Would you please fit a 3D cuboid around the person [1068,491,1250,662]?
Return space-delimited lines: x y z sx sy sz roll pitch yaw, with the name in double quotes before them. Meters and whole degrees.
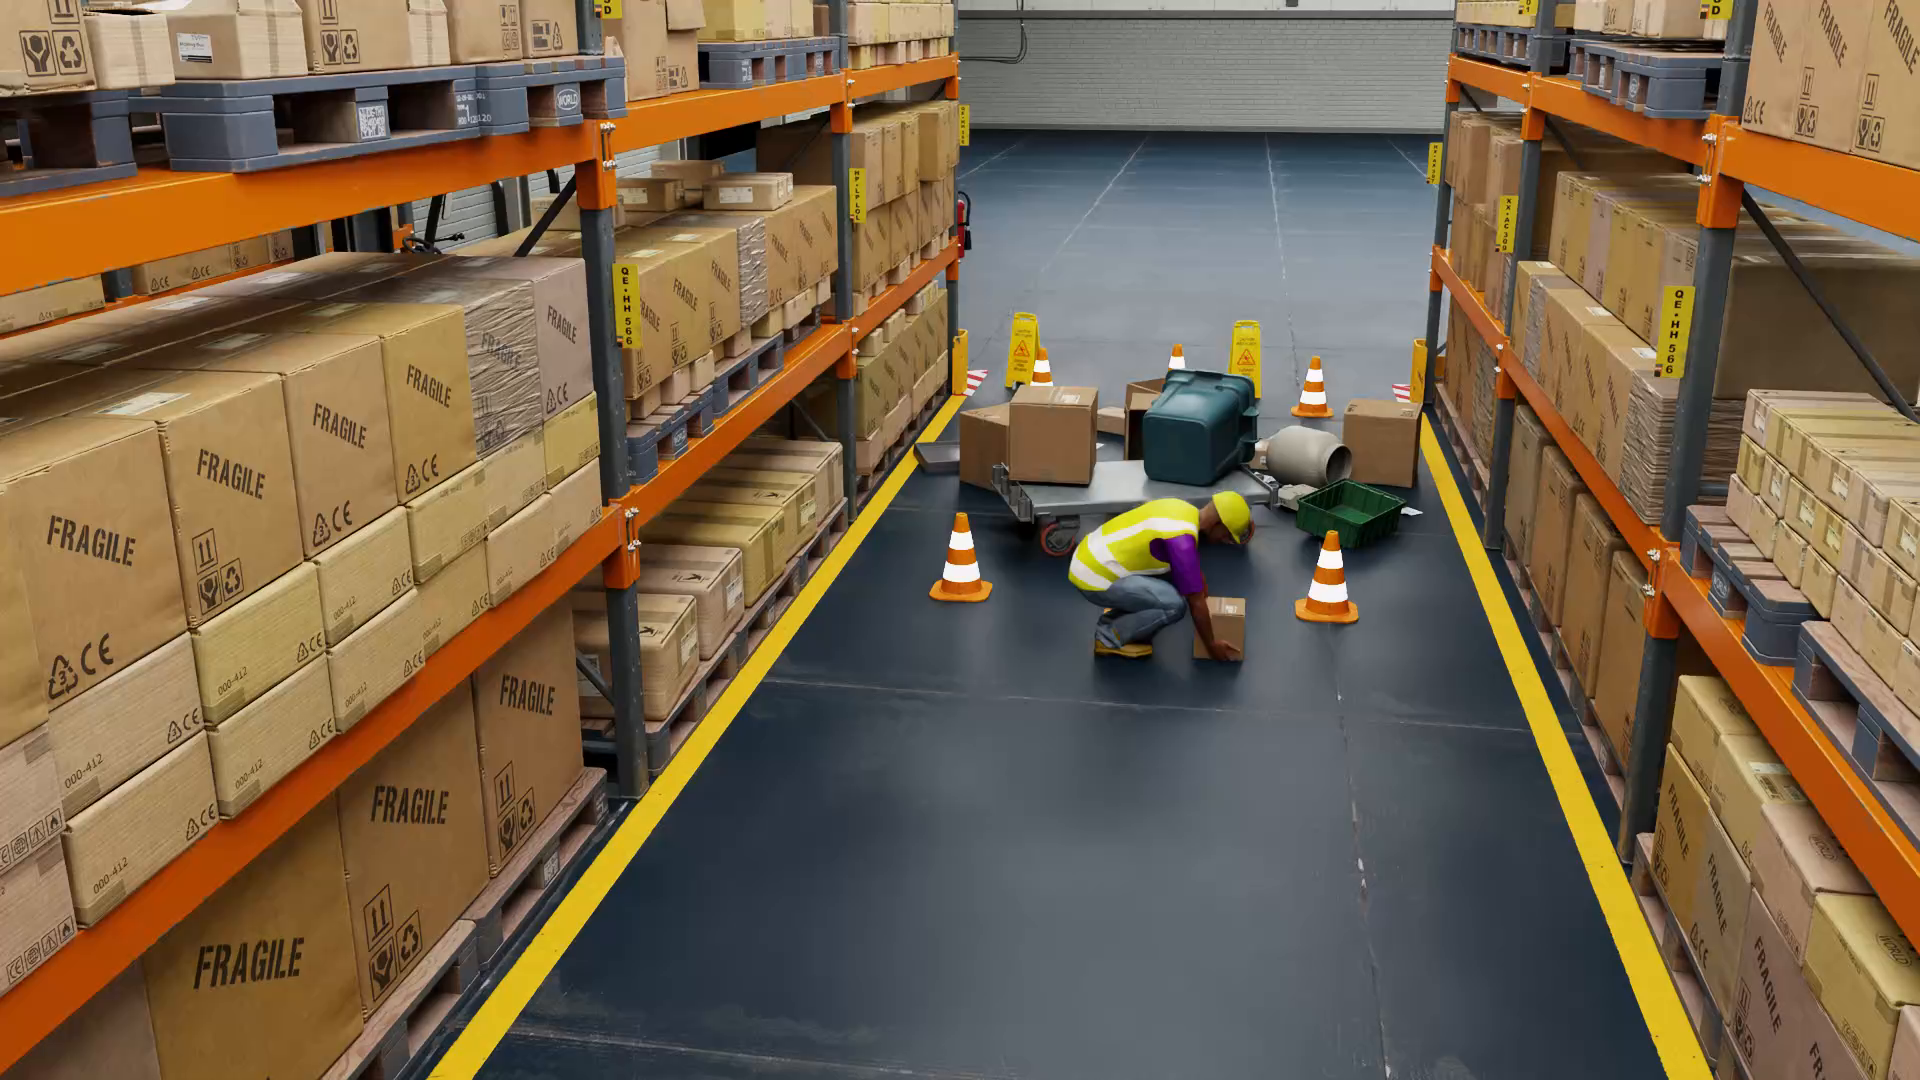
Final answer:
"person" 1.019 0.173 8.571 0.907 0.892 0.553 3 18 9
